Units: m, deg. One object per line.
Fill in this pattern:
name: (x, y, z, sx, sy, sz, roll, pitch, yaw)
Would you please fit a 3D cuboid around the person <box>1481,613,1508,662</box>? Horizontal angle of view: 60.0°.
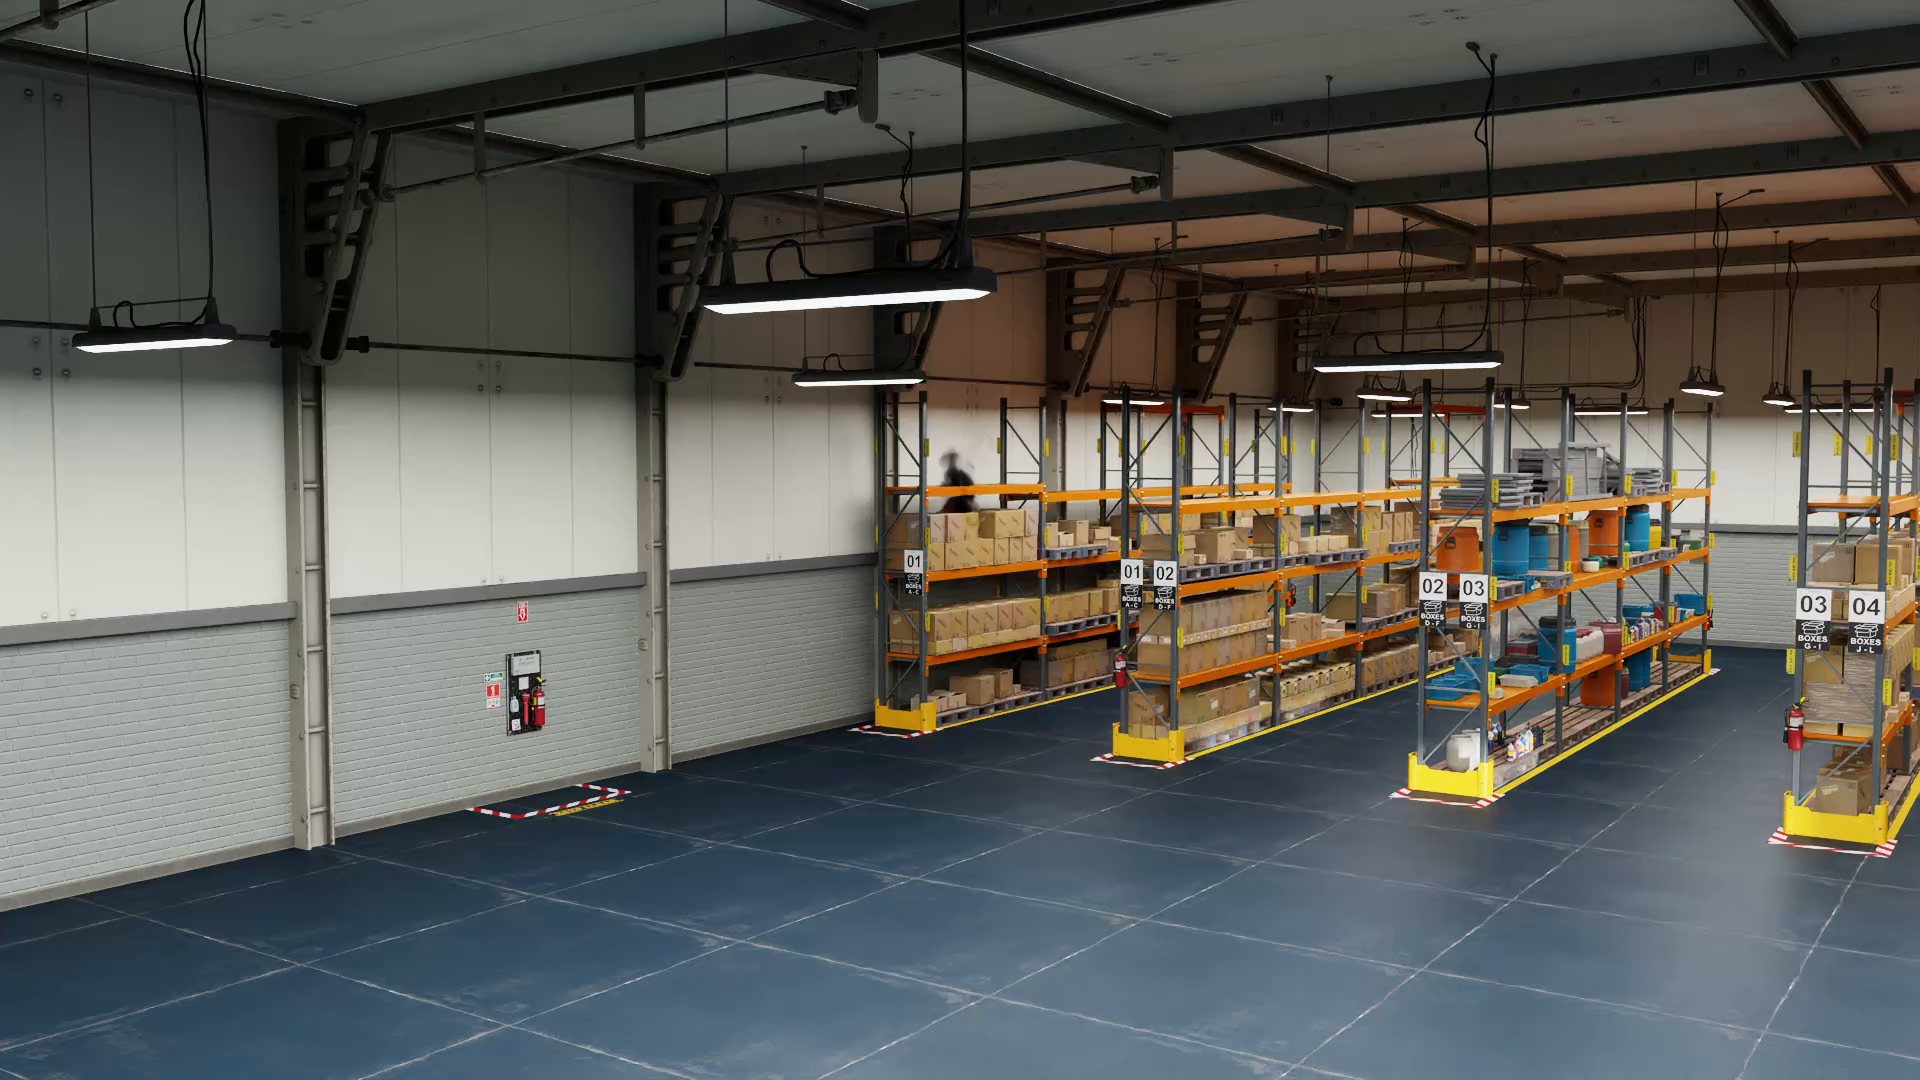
person: (10.771, 2.297, 33.557, 0.573, 1.645, 0.939, 2, 4, 29)
